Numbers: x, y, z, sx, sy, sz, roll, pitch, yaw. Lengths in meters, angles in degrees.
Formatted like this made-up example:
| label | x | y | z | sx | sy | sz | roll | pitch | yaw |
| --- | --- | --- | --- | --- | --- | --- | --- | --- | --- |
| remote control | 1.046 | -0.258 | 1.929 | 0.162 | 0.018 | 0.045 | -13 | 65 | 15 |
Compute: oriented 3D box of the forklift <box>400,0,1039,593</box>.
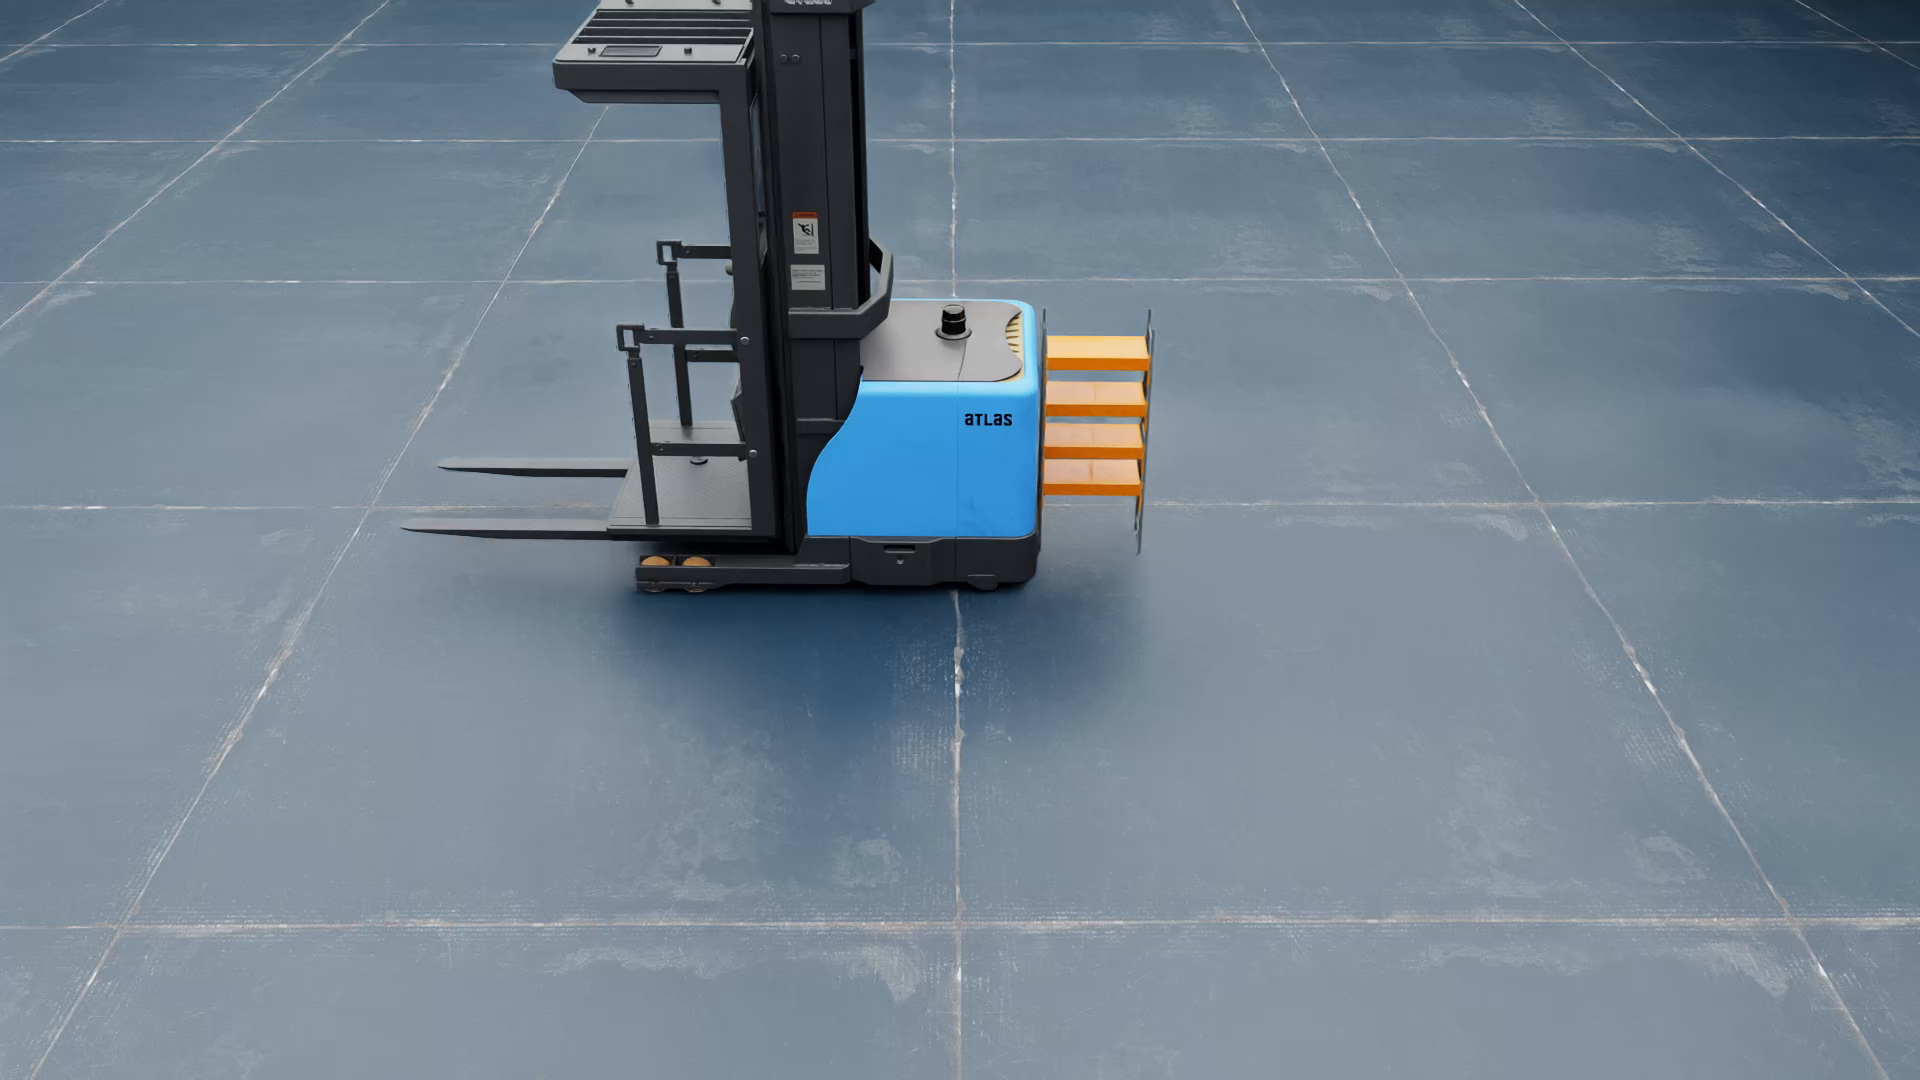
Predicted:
| label | x | y | z | sx | sy | sz | roll | pitch | yaw |
| --- | --- | --- | --- | --- | --- | --- | --- | --- | --- |
| forklift | -1.146 | -1.278 | 7.531 | 3.031 | 2.935 | 1.130 | 1 | 31 | 1 |

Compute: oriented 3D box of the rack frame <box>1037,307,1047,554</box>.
| label | x | y | z | sx | sy | sz | roll | pitch | yaw |
| --- | --- | --- | --- | --- | --- | --- | --- | --- | --- |
| rack frame | 0.389 | -0.505 | 7.925 | 0.015 | 1.200 | 0.240 | 1 | 31 | 1 |

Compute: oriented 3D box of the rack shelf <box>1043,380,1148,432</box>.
| label | x | y | z | sx | sy | sz | roll | pitch | yaw |
| --- | --- | --- | --- | --- | --- | --- | --- | --- | --- |
| rack shelf | 0.633 | -0.636 | 7.840 | 0.480 | 0.148 | 0.258 | 1 | 31 | 1 |

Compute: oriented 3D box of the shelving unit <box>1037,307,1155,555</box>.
| label | x | y | z | sx | sy | sz | roll | pitch | yaw |
| --- | --- | --- | --- | --- | --- | --- | --- | --- | --- |
| shelving unit | 0.633 | -0.502 | 7.921 | 0.503 | 1.200 | 0.258 | 1 | 31 | 1 |

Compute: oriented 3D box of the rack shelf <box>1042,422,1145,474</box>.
| label | x | y | z | sx | sy | sz | roll | pitch | yaw |
| --- | --- | --- | --- | --- | --- | --- | --- | --- | --- |
| rack shelf | 0.633 | -0.445 | 7.956 | 0.480 | 0.148 | 0.258 | 1 | 31 | 1 |

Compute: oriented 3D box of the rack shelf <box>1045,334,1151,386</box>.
| label | x | y | z | sx | sy | sz | roll | pitch | yaw |
| --- | --- | --- | --- | --- | --- | --- | --- | --- | --- |
| rack shelf | 0.633 | -0.838 | 7.718 | 0.480 | 0.148 | 0.258 | 1 | 31 | 1 |

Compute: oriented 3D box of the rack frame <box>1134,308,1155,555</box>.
| label | x | y | z | sx | sy | sz | roll | pitch | yaw |
| --- | --- | --- | --- | --- | --- | --- | --- | --- | --- |
| rack frame | 0.877 | -0.500 | 7.917 | 0.015 | 1.200 | 0.240 | 1 | 31 | 1 |

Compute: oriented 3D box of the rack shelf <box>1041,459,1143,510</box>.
| label | x | y | z | sx | sy | sz | roll | pitch | yaw |
| --- | --- | --- | --- | --- | --- | --- | --- | --- | --- |
| rack shelf | 0.633 | -0.275 | 8.059 | 0.480 | 0.148 | 0.258 | 1 | 31 | 1 |
